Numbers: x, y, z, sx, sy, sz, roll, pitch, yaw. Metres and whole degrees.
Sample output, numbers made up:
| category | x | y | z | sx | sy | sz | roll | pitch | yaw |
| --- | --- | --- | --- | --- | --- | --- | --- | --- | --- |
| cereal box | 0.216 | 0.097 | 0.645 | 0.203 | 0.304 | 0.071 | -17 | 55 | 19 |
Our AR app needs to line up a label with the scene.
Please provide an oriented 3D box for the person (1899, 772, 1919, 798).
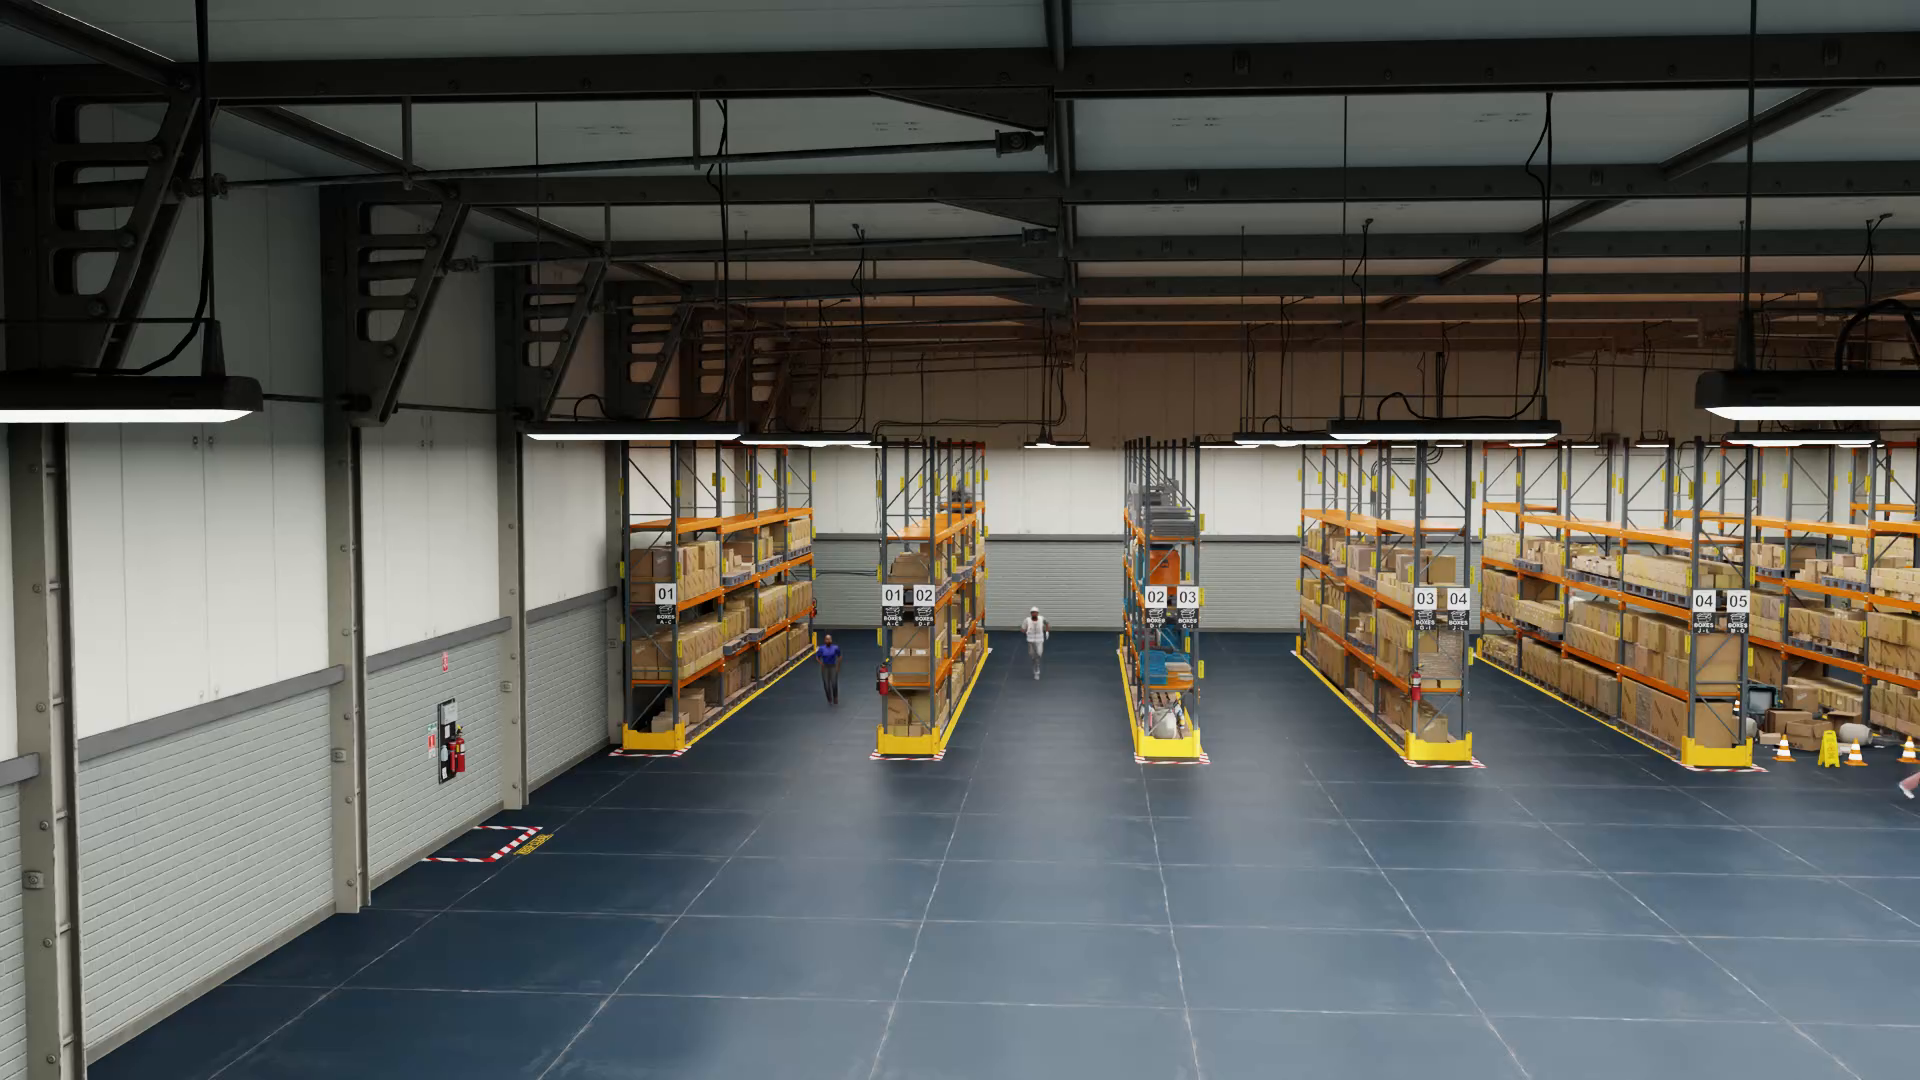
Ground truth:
| category | x | y | z | sx | sy | sz | roll | pitch | yaw |
| --- | --- | --- | --- | --- | --- | --- | --- | --- | --- |
| person | 15.720 | 3.505 | 26.847 | 0.614 | 1.624 | 1.005 | -3 | 4 | -44 |

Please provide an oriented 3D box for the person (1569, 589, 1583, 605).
| category | x | y | z | sx | sy | sz | roll | pitch | yaw |
| --- | --- | --- | --- | --- | --- | --- | --- | --- | --- |
| person | 17.554 | 2.293 | 47.595 | 0.951 | 1.796 | 0.725 | 0 | 3 | 4 |

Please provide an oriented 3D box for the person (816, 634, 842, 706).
| category | x | y | z | sx | sy | sz | roll | pitch | yaw |
| --- | --- | --- | --- | --- | --- | --- | --- | --- | --- |
| person | -2.932 | 2.922 | 37.188 | 0.578 | 1.622 | 0.562 | 0 | 3 | -3 |

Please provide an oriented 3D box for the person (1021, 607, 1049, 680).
| category | x | y | z | sx | sy | sz | roll | pitch | yaw |
| --- | --- | --- | --- | --- | --- | --- | --- | --- | --- |
| person | 1.897 | 2.606 | 42.030 | 0.716 | 1.854 | 0.878 | 0 | 3 | 1 |
